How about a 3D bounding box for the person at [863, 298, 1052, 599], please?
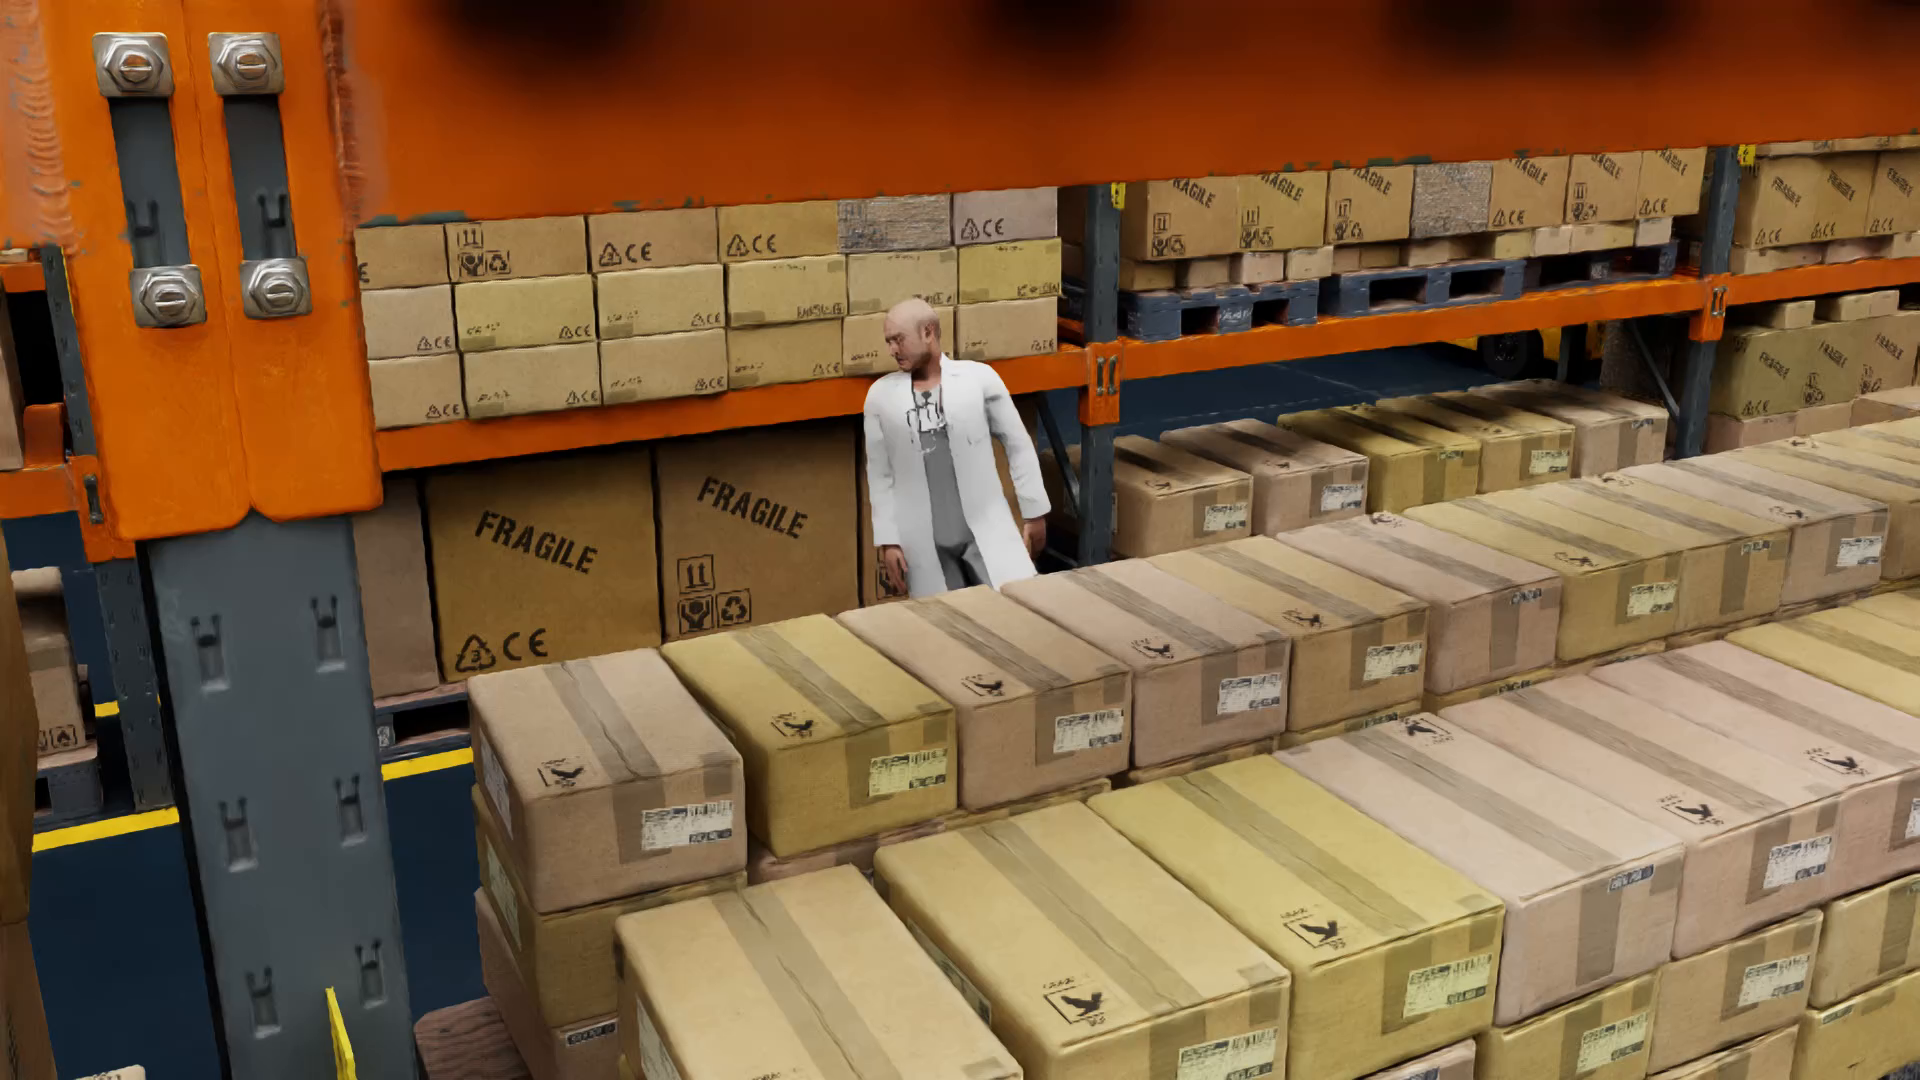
[{"bbox_3d":[-0.006,-0.023,6.183,0.696,1.739,0.662,-1,18,-2],"label":"person"}]
